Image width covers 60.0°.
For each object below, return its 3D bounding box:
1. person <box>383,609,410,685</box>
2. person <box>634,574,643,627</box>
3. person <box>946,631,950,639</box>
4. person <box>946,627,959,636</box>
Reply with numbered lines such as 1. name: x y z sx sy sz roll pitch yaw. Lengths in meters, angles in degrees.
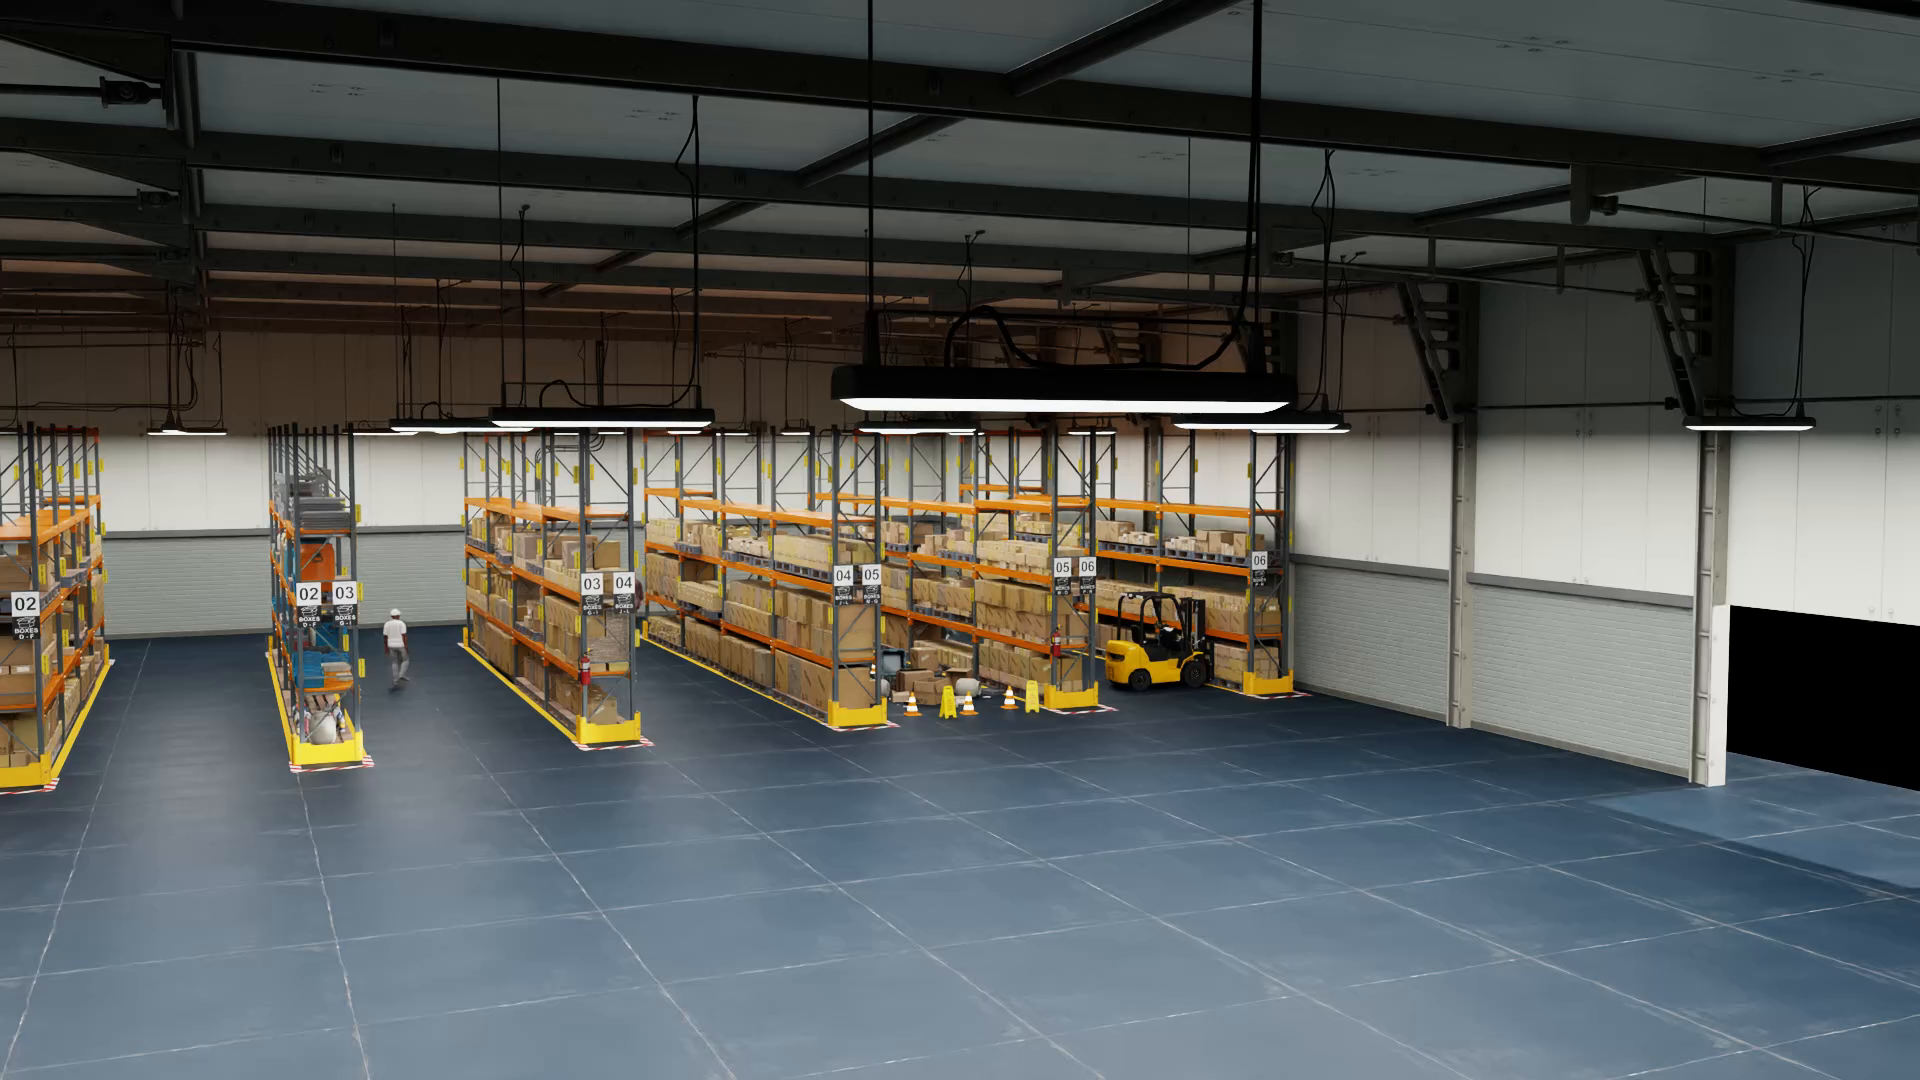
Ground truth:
1. person: -13.073 2.479 38.562 0.598 1.742 0.525 0 4 -7
2. person: -9.797 1.796 49.695 0.564 1.696 1.191 1 4 9
3. person: -0.459 2.091 46.451 0.547 1.593 0.469 3 5 42
4. person: -0.212 1.961 48.289 0.483 1.600 1.064 -2 4 -34
